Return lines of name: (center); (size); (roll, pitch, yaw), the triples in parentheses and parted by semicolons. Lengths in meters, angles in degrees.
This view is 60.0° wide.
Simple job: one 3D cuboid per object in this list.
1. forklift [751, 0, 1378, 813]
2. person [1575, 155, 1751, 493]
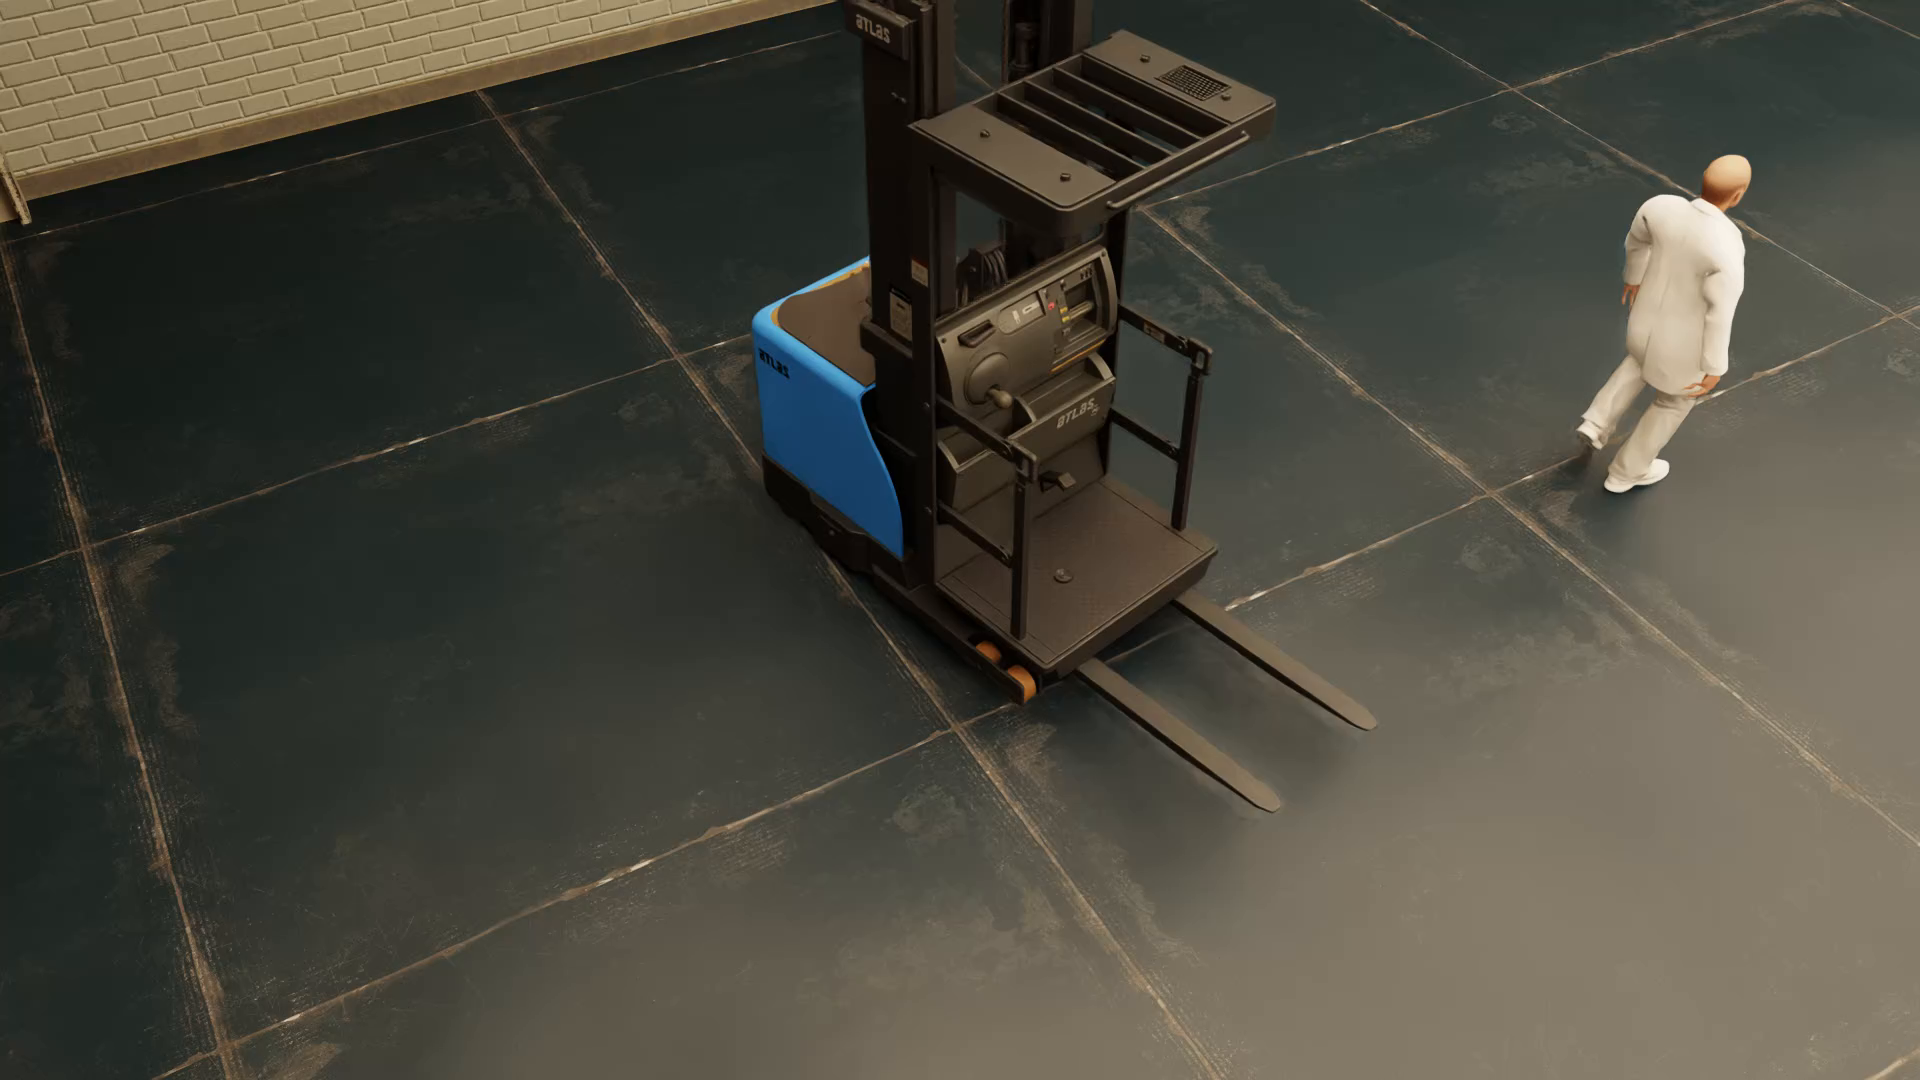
forklift: (0.424, -0.773, 6.531); (1.130, 2.935, 3.031); (-32, 52, -30)
person: (3.274, -0.984, 7.623); (0.502, 1.758, 0.765); (-20, 47, -21)
